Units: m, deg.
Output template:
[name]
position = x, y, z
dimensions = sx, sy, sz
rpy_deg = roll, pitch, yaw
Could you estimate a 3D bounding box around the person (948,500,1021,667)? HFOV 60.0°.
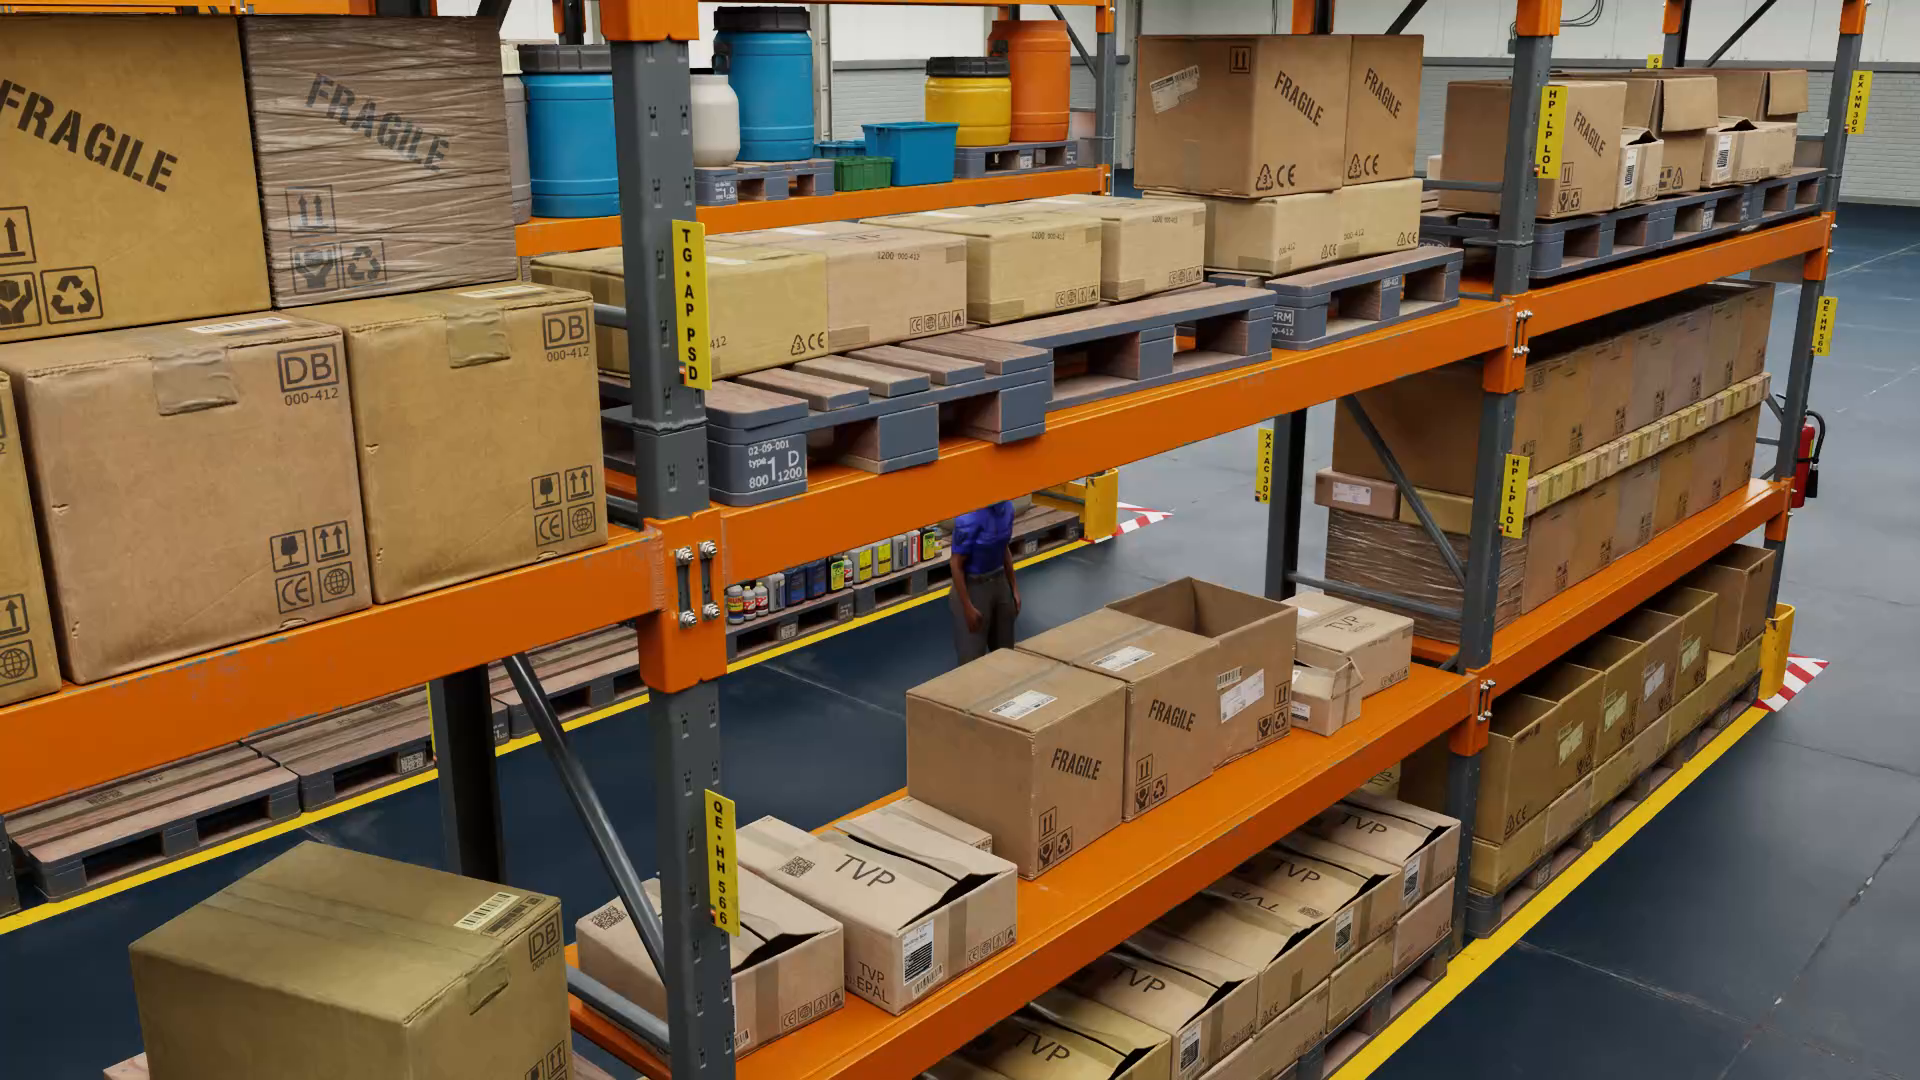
[person]
position = 0.133, 0.323, 8.995
dimensions = 0.344, 1.657, 0.500
rpy_deg = 14, 22, 38
